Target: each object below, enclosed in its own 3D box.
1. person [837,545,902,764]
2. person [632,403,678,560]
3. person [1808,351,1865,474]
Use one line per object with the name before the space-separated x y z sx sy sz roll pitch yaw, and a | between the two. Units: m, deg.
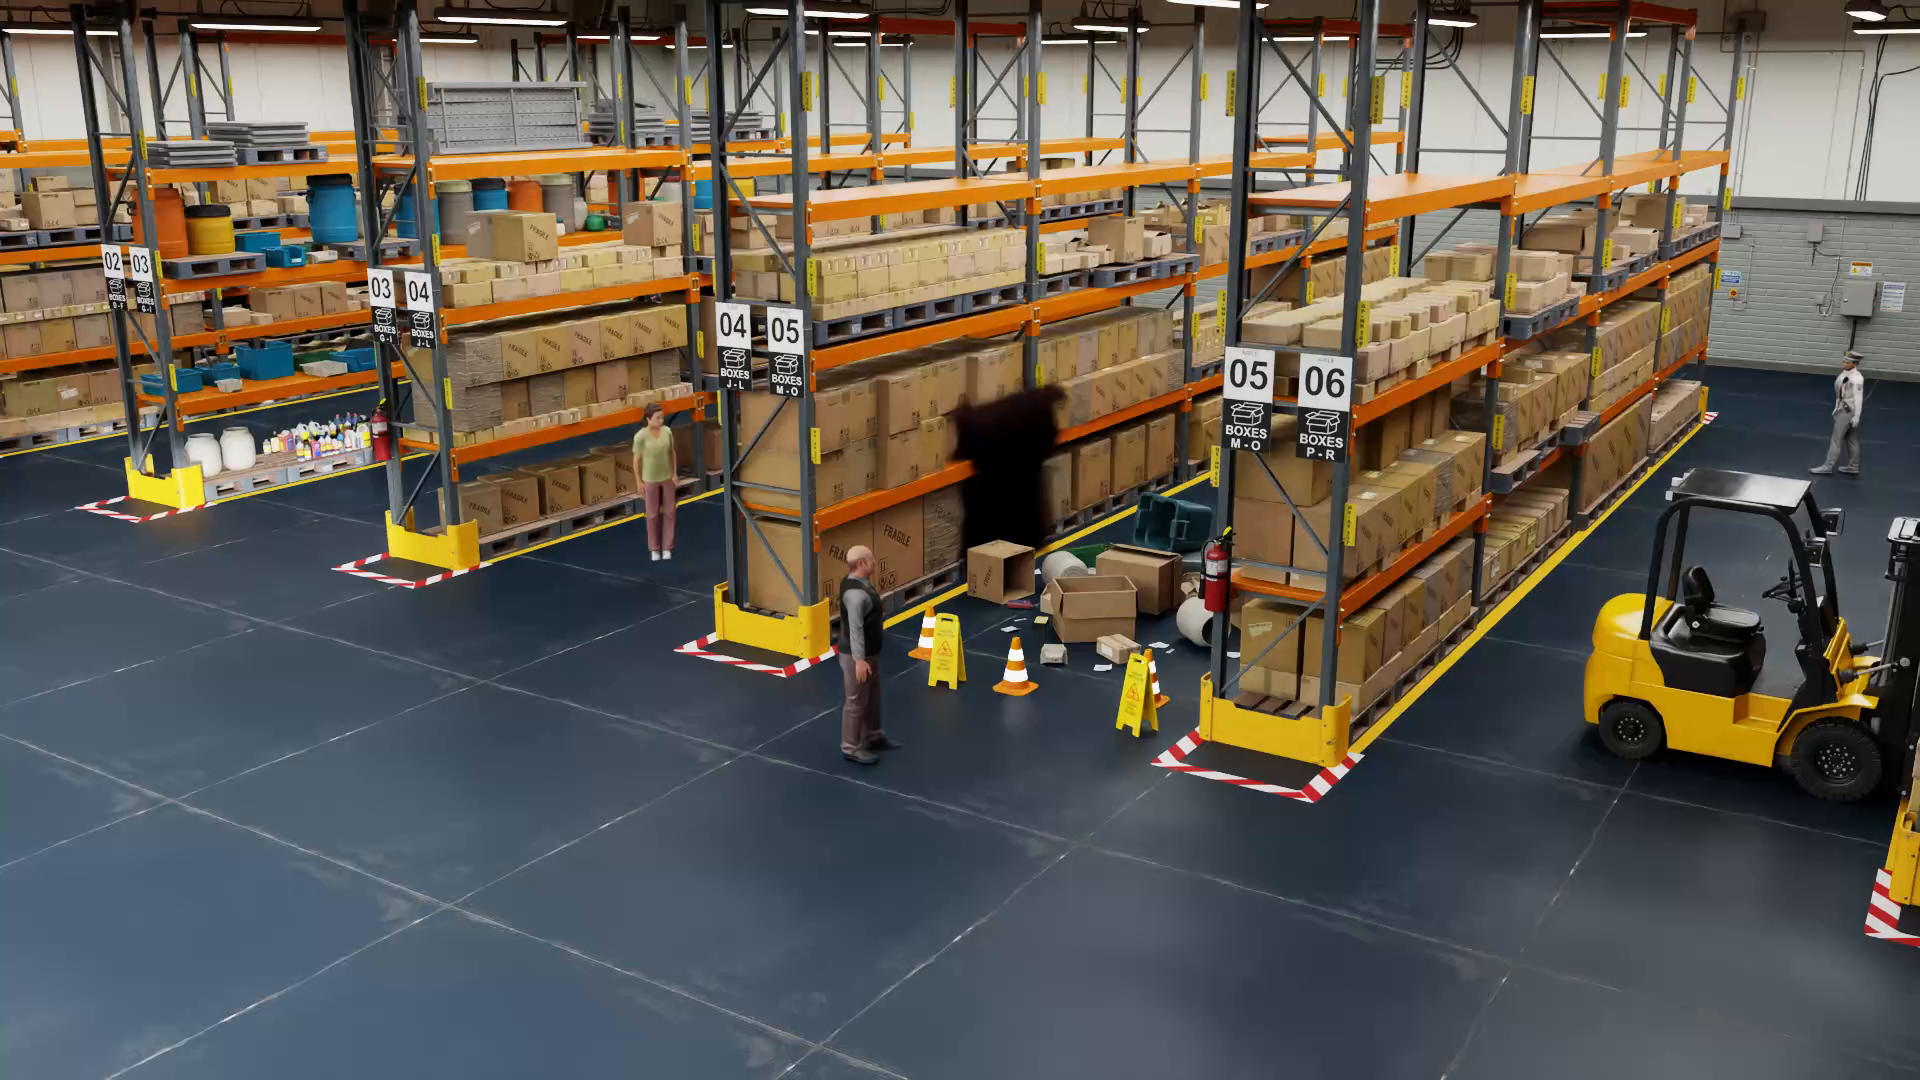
person | -0.703 0.894 12.849 0.467 1.747 0.586 0 16 1
person | -3.151 -0.613 17.264 0.477 1.670 0.353 -9 18 -30
person | 11.831 -1.716 22.305 0.606 1.659 0.524 8 17 26
